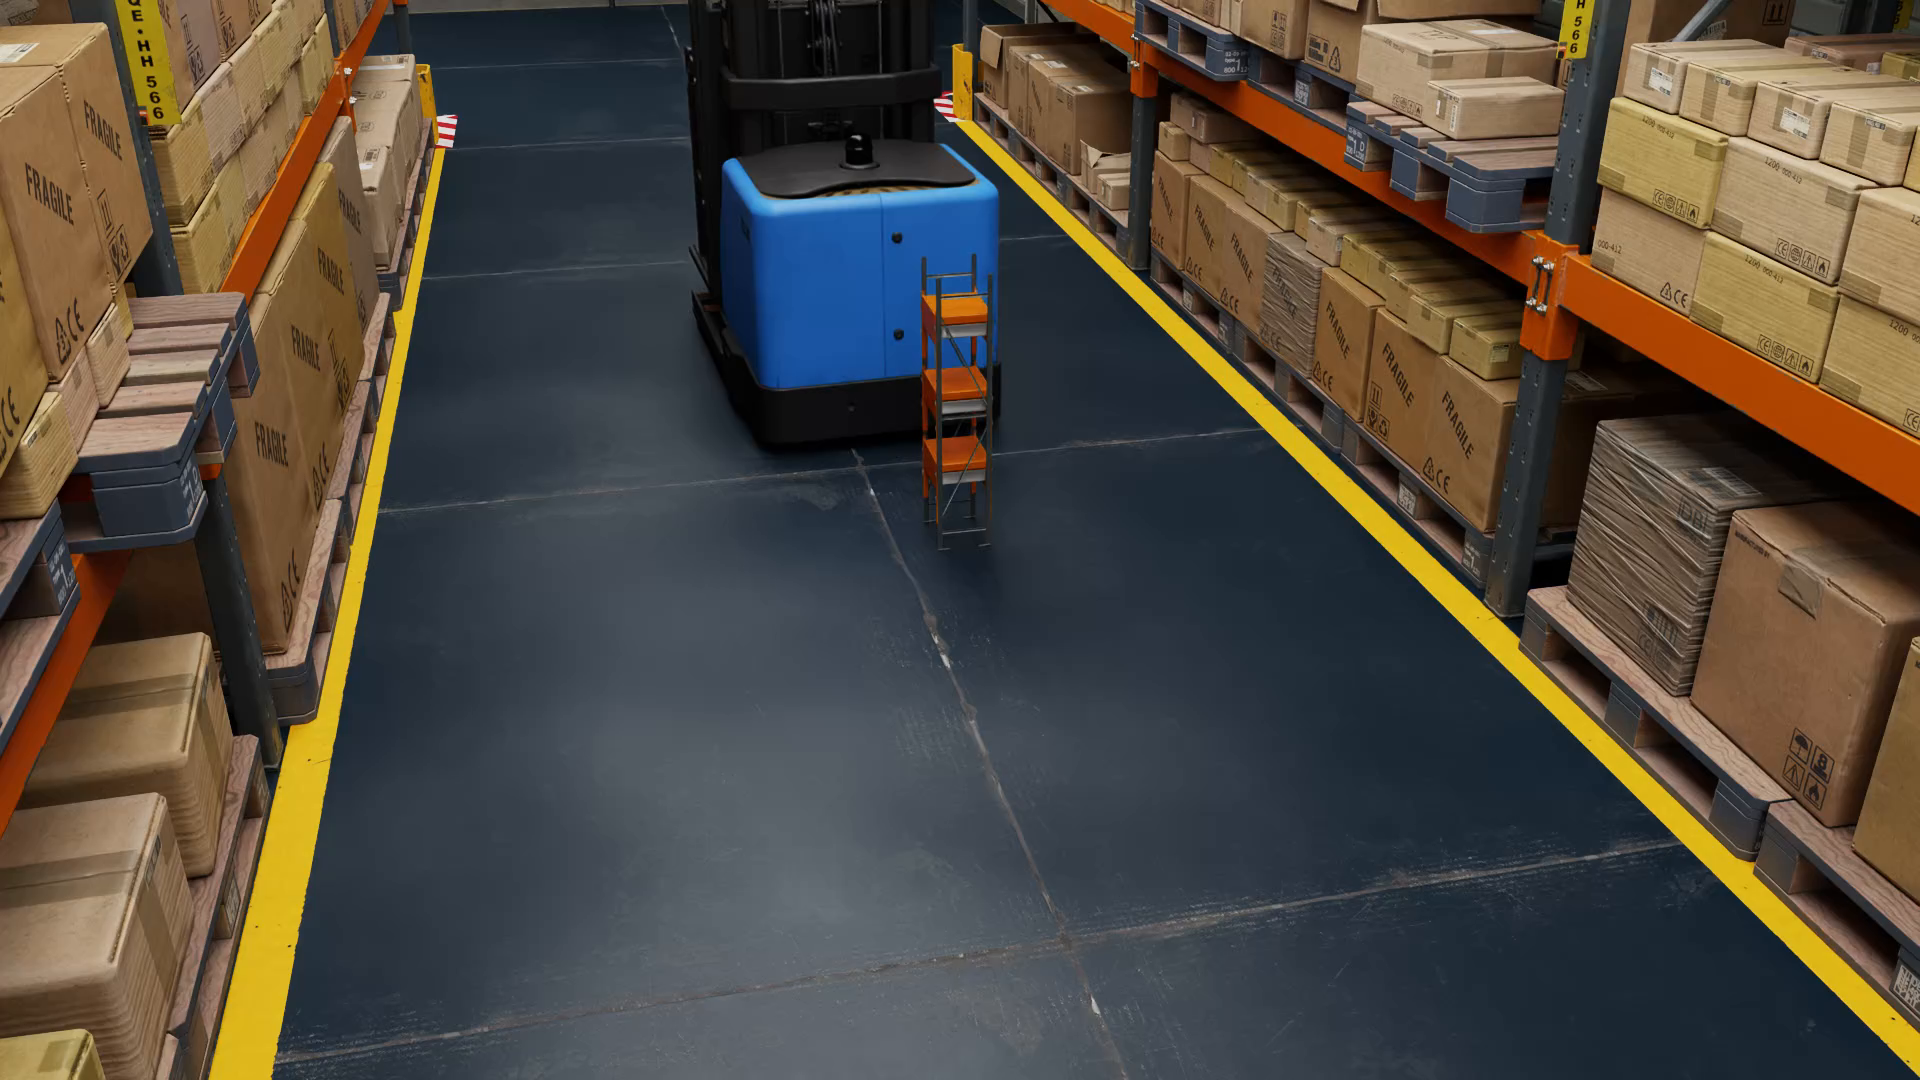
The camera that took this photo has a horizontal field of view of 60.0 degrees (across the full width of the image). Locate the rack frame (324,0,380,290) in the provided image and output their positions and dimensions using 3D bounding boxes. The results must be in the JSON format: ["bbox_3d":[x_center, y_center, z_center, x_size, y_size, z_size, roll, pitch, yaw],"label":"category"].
[{"bbox_3d":[-3.410,-2.390,7.657,1.000,3.000,0.127,-6,27,-12],"label":"rack frame"}]

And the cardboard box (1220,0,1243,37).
[{"bbox_3d":[1.365,-2.375,7.309,0.396,0.266,0.258,-5,27,-9],"label":"cardboard box"}]

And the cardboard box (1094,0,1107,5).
[{"bbox_3d":[0.945,-3.122,9.385,0.380,0.149,0.250,-5,27,-10],"label":"cardboard box"}]

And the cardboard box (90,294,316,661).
[{"bbox_3d":[-2.583,-0.185,5.179,0.875,0.875,0.875,-6,27,-12],"label":"cardboard box"}]

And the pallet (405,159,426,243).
[{"bbox_3d":[-3.783,-2.024,10.025,1.003,0.211,1.213,-6,27,-12],"label":"pallet"}]

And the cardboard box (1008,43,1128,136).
[{"bbox_3d":[0.724,-3.066,11.304,0.700,0.500,0.500,-5,27,-9],"label":"cardboard box"}]

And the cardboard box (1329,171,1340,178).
[{"bbox_3d":[2.000,-1.794,8.064,0.380,0.149,0.250,-7,28,-14],"label":"cardboard box"}]

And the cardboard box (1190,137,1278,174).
[{"bbox_3d":[1.385,-1.959,8.390,0.380,0.149,0.250,-7,28,-13],"label":"cardboard box"}]

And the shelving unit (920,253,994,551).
[{"bbox_3d":[-0.012,-0.492,6.060,0.215,1.050,0.252,-6,27,-12],"label":"shelving unit"}]

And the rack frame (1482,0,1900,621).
[{"bbox_3d":[2.327,-1.140,5.179,1.000,3.000,0.127,-6,27,-12],"label":"rack frame"}]

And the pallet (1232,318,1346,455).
[{"bbox_3d":[1.924,-0.761,7.524,1.003,0.211,1.213,-6,27,-12],"label":"pallet"}]

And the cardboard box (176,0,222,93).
[{"bbox_3d":[-2.502,-1.583,4.837,0.500,0.500,0.500,-6,27,-11],"label":"cardboard box"}]

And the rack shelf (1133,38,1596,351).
[{"bbox_3d":[1.876,-1.697,7.081,1.077,0.370,4.000,-6,27,-12],"label":"rack shelf"}]

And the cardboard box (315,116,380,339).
[{"bbox_3d":[-3.192,-1.365,7.518,0.875,0.875,0.875,-5,27,-10],"label":"cardboard box"}]

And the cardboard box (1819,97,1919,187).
[{"bbox_3d":[2.327,-0.964,3.999,0.380,0.149,0.250,-6,27,-11],"label":"cardboard box"}]

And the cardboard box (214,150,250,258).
[{"bbox_3d":[-2.506,-1.031,5.131,0.500,0.250,0.500,-7,28,-13],"label":"cardboard box"}]

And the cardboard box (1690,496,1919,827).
[{"bbox_3d":[2.609,0.294,4.508,0.875,0.625,0.625,-5,27,-10],"label":"cardboard box"}]

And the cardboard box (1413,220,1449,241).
[{"bbox_3d":[2.169,-1.324,7.132,0.380,0.149,0.250,-6,27,-11],"label":"cardboard box"}]

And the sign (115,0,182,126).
[{"bbox_3d":[-1.982,-1.175,4.052,0.100,0.325,0.005,-6,27,-12],"label":"sign"}]

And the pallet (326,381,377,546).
[{"bbox_3d":[-2.884,-0.278,6.566,1.003,0.211,1.213,-6,27,-12],"label":"pallet"}]

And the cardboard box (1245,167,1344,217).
[{"bbox_3d":[1.549,-1.615,7.709,0.380,0.149,0.250,-6,27,-12],"label":"cardboard box"}]

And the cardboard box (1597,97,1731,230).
[{"bbox_3d":[2.164,-1.074,4.661,0.500,0.250,0.500,-6,27,-12],"label":"cardboard box"}]

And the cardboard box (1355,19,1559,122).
[{"bbox_3d":[1.774,-1.691,5.971,0.500,0.250,0.500,-7,28,-14],"label":"cardboard box"}]

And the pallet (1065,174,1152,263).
[{"bbox_3d":[1.272,-1.953,9.884,1.003,0.211,1.213,-6,27,-12],"label":"pallet"}]

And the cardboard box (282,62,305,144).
[{"bbox_3d":[-2.854,-1.705,6.465,0.500,0.250,0.500,-7,28,-13],"label":"cardboard box"}]

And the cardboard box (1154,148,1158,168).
[{"bbox_3d":[1.409,-2.315,10.206,0.380,0.149,0.250,-6,27,-12],"label":"cardboard box"}]

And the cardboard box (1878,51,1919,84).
[{"bbox_3d":[2.765,-1.248,4.563,0.380,0.149,0.250,-5,27,-10],"label":"cardboard box"}]

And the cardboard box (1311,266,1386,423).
[{"bbox_3d":[1.799,-0.826,6.865,0.500,0.500,0.500,-5,27,-9],"label":"cardboard box"}]

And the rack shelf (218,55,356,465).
[{"bbox_3d":[-2.959,-1.191,6.079,1.077,0.370,4.000,-6,27,-12],"label":"rack shelf"}]

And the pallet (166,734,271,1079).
[{"bbox_3d":[-2.334,0.954,4.126,1.003,0.211,1.213,-6,27,-12],"label":"pallet"}]

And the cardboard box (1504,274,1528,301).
[{"bbox_3d":[2.345,-0.982,6.455,0.380,0.149,0.250,-6,27,-11],"label":"cardboard box"}]

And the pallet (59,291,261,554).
[{"bbox_3d":[-2.244,-0.247,3.622,1.213,0.211,1.003,-6,27,-12],"label":"pallet"}]

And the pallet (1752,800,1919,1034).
[{"bbox_3d":[2.746,1.005,4.025,1.003,0.211,1.213,-6,27,-12],"label":"pallet"}]

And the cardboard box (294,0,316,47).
[{"bbox_3d":[-2.954,-2.159,6.810,0.500,0.250,0.500,-5,27,-10],"label":"cardboard box"}]

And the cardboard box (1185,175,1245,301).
[{"bbox_3d":[1.445,-1.500,8.200,0.500,0.500,0.500,-6,27,-12],"label":"cardboard box"}]

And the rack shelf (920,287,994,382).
[{"bbox_3d":[-0.012,-0.736,5.937,0.215,0.259,0.240,-6,27,-12],"label":"rack shelf"}]

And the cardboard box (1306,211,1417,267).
[{"bbox_3d":[1.697,-1.277,7.039,0.380,0.149,0.250,-7,28,-14],"label":"cardboard box"}]

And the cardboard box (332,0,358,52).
[{"bbox_3d":[-3.260,-2.667,8.095,0.500,0.500,0.500,-5,27,-10],"label":"cardboard box"}]

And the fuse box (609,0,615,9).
[{"bbox_3d":[-3.525,-6.193,16.621,0.539,1.711,0.414,-6,27,-12],"label":"fuse box"}]

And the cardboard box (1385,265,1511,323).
[{"bbox_3d":[1.861,-0.929,6.350,0.380,0.149,0.250,-7,28,-13],"label":"cardboard box"}]

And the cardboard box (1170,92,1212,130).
[{"bbox_3d":[1.306,-2.212,8.561,0.380,0.149,0.250,-6,27,-12],"label":"cardboard box"}]

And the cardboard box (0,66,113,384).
[{"bbox_3d":[-2.008,-0.602,3.207,0.500,0.500,0.500,-6,27,-12],"label":"cardboard box"}]

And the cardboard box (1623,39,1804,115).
[{"bbox_3d":[2.112,-1.304,4.674,0.380,0.149,0.250,-5,27,-10],"label":"cardboard box"}]

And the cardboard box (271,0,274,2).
[{"bbox_3d":[-2.846,-2.260,6.177,0.500,0.500,0.500,-5,27,-10],"label":"cardboard box"}]

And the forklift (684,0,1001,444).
[{"bbox_3d":[-0.723,-2.351,7.655,1.130,2.935,3.031,-7,28,-14],"label":"forklift"}]

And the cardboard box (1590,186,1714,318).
[{"bbox_3d":[2.189,-0.853,4.778,0.500,0.250,0.500,-6,27,-11],"label":"cardboard box"}]

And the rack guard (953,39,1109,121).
[{"bbox_3d":[0.541,-3.503,12.635,1.175,0.500,0.348,-6,27,-12],"label":"rack guard"}]

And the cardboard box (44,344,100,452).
[{"bbox_3d":[-1.925,-0.262,3.253,0.380,0.149,0.250,-7,28,-14],"label":"cardboard box"}]

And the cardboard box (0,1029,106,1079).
[{"bbox_3d":[-2.051,1.257,2.881,0.950,0.372,0.625,-5,27,-10],"label":"cardboard box"}]

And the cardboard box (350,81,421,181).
[{"bbox_3d":[-3.851,-2.509,10.270,0.875,0.438,0.875,-5,27,-10],"label":"cardboard box"}]

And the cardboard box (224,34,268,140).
[{"bbox_3d":[-2.598,-1.485,5.475,0.500,0.250,0.500,-6,27,-12],"label":"cardboard box"}]
